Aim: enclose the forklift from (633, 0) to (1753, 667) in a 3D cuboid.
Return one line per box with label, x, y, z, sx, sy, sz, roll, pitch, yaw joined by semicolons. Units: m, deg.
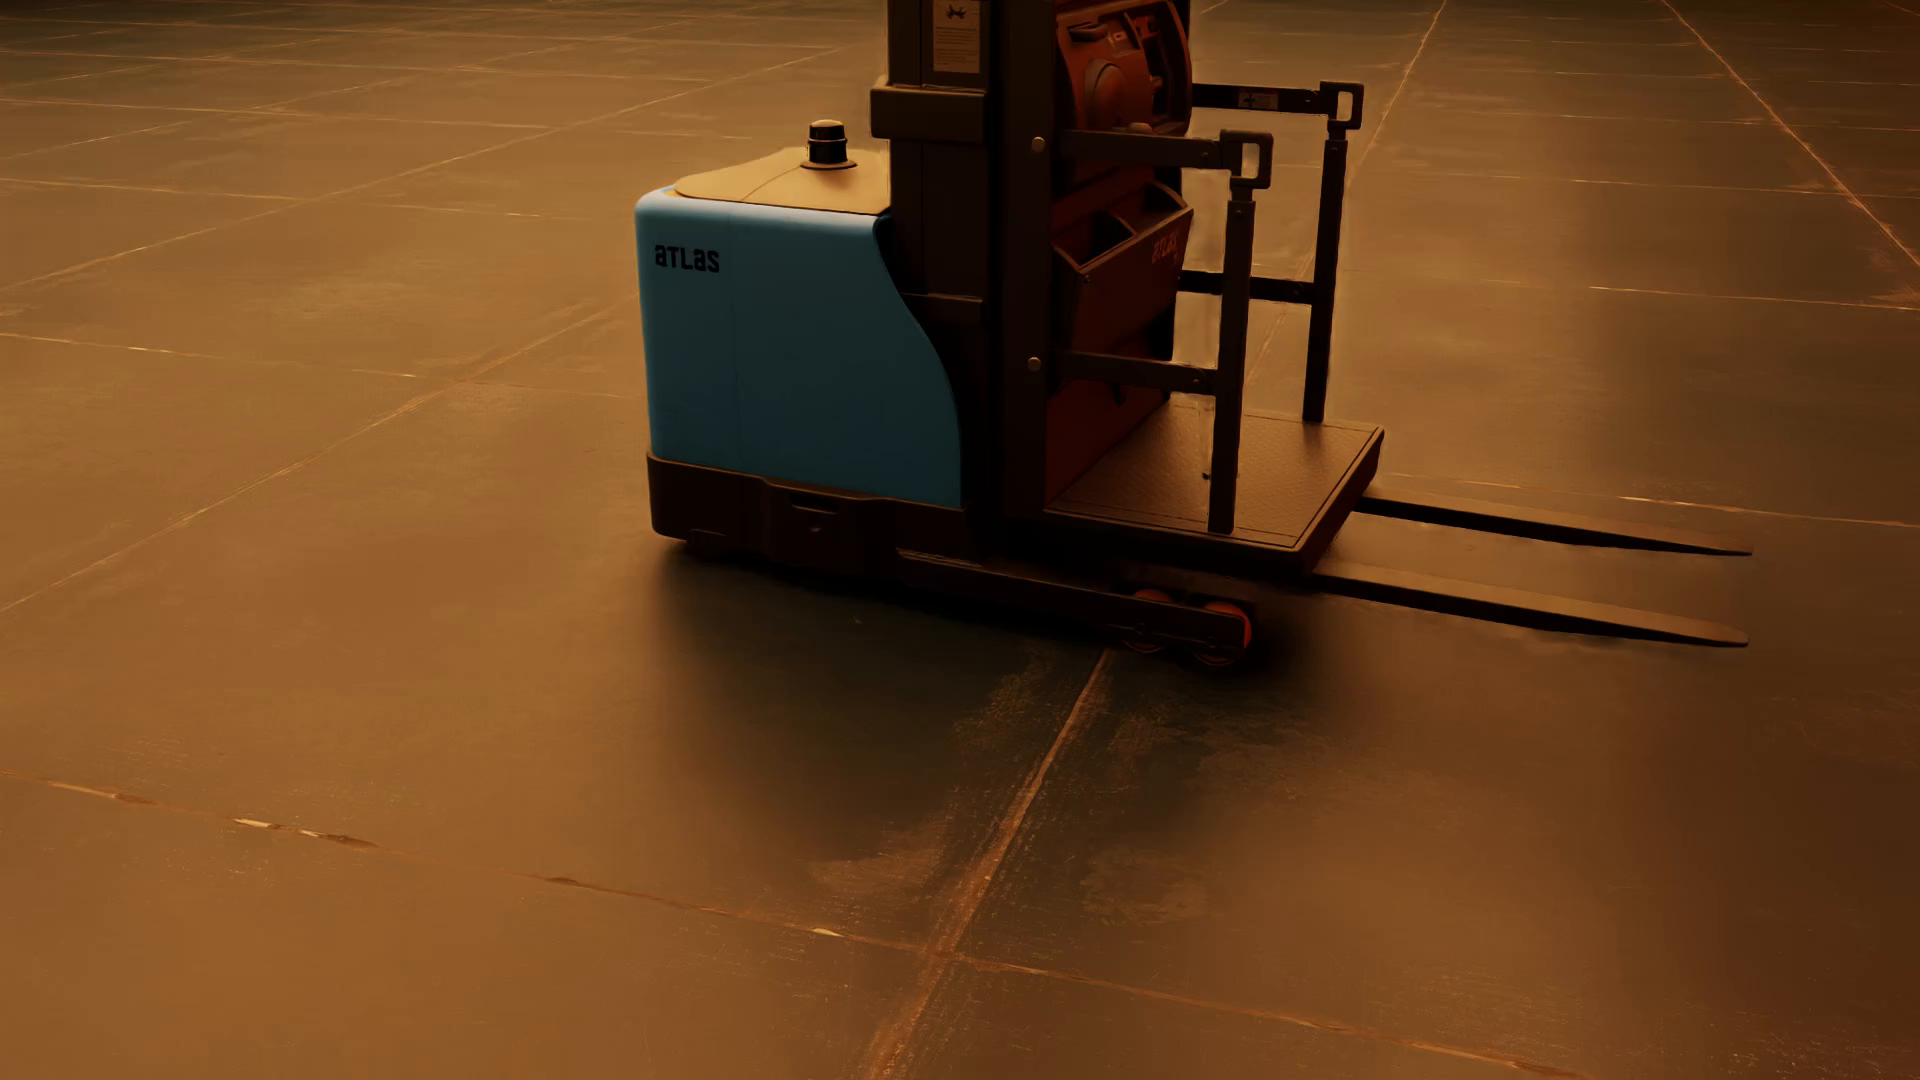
forklift;0.626;-1.256;4.323;3.031;2.935;1.130;10;24;23
